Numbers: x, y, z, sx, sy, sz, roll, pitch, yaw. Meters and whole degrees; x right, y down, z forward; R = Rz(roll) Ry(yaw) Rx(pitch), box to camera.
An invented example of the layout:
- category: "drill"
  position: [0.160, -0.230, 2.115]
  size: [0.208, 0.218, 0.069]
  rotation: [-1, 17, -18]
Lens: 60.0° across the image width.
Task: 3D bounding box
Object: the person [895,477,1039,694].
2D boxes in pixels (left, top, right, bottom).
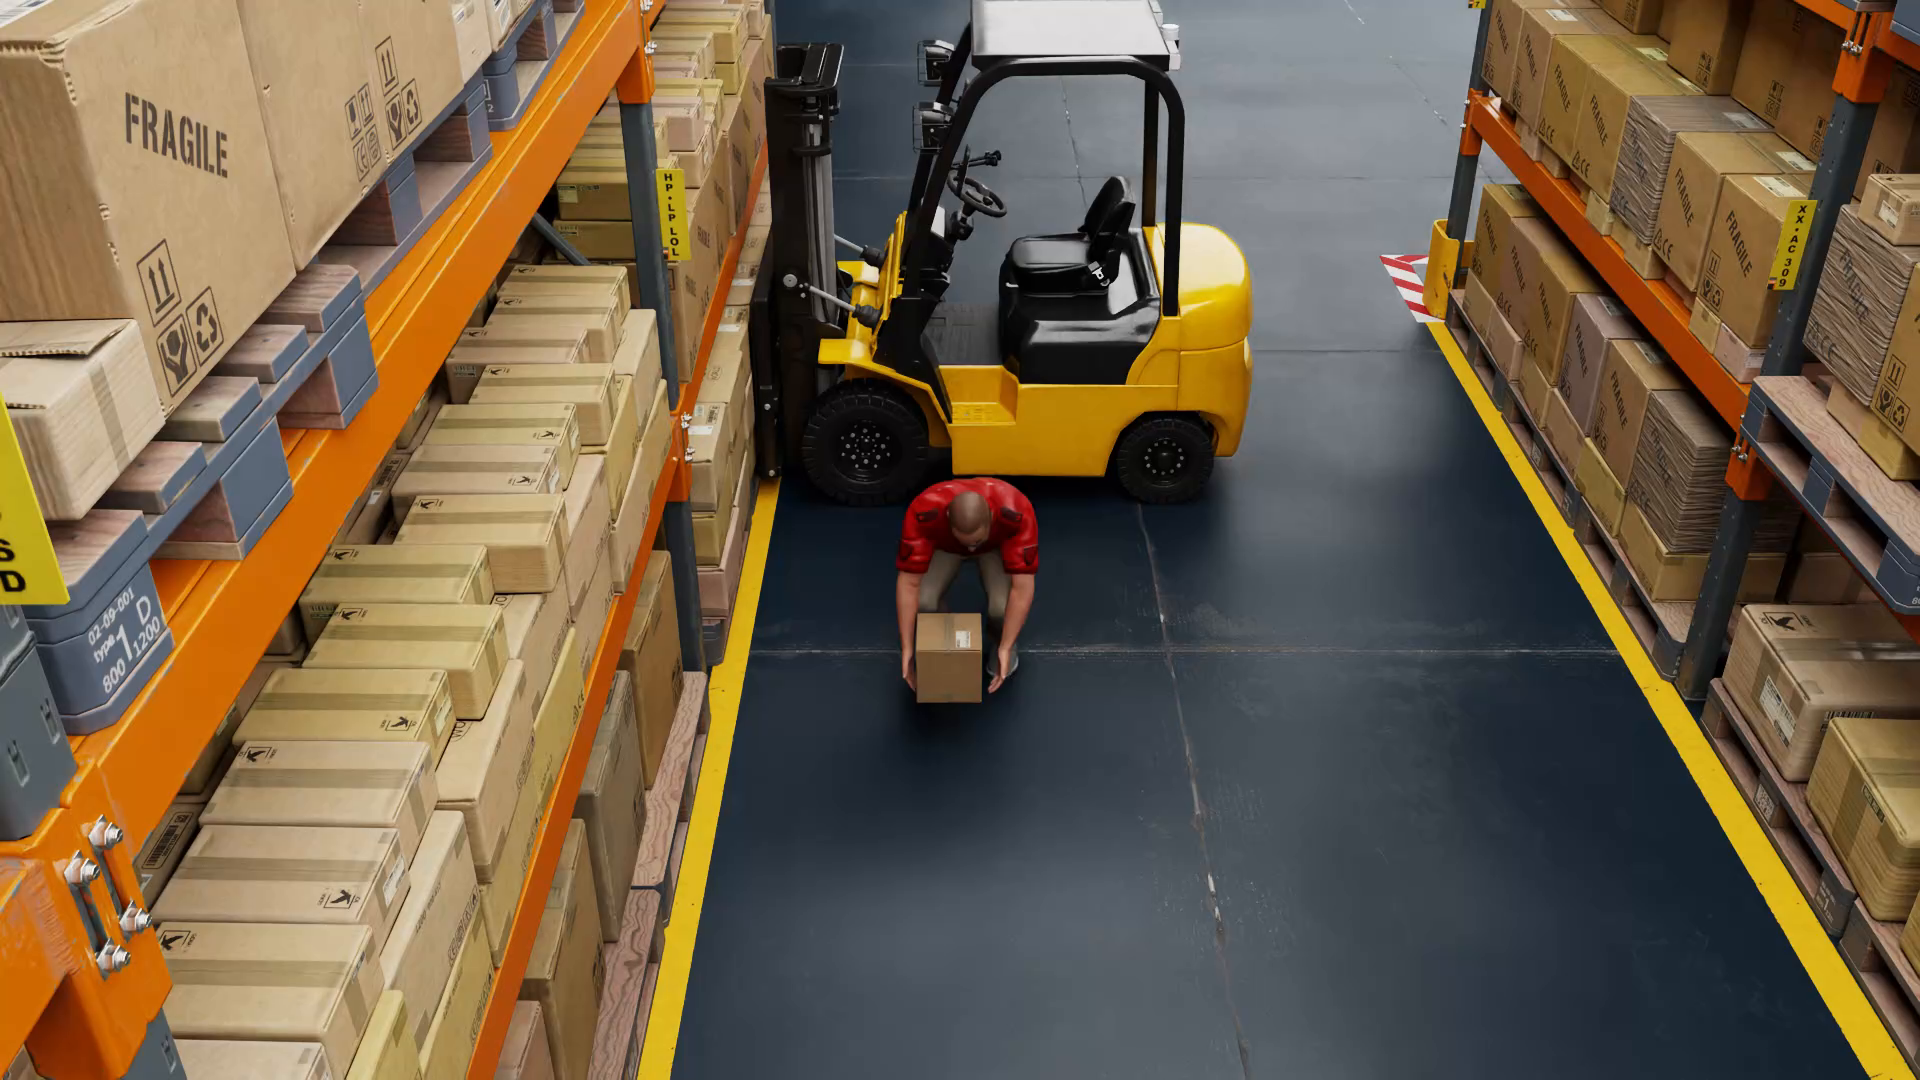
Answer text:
- category: "person"
  position: [0.047, 0.120, 6.644]
  size: [0.570, 1.016, 0.877]
  rotation: [5, 32, 8]
